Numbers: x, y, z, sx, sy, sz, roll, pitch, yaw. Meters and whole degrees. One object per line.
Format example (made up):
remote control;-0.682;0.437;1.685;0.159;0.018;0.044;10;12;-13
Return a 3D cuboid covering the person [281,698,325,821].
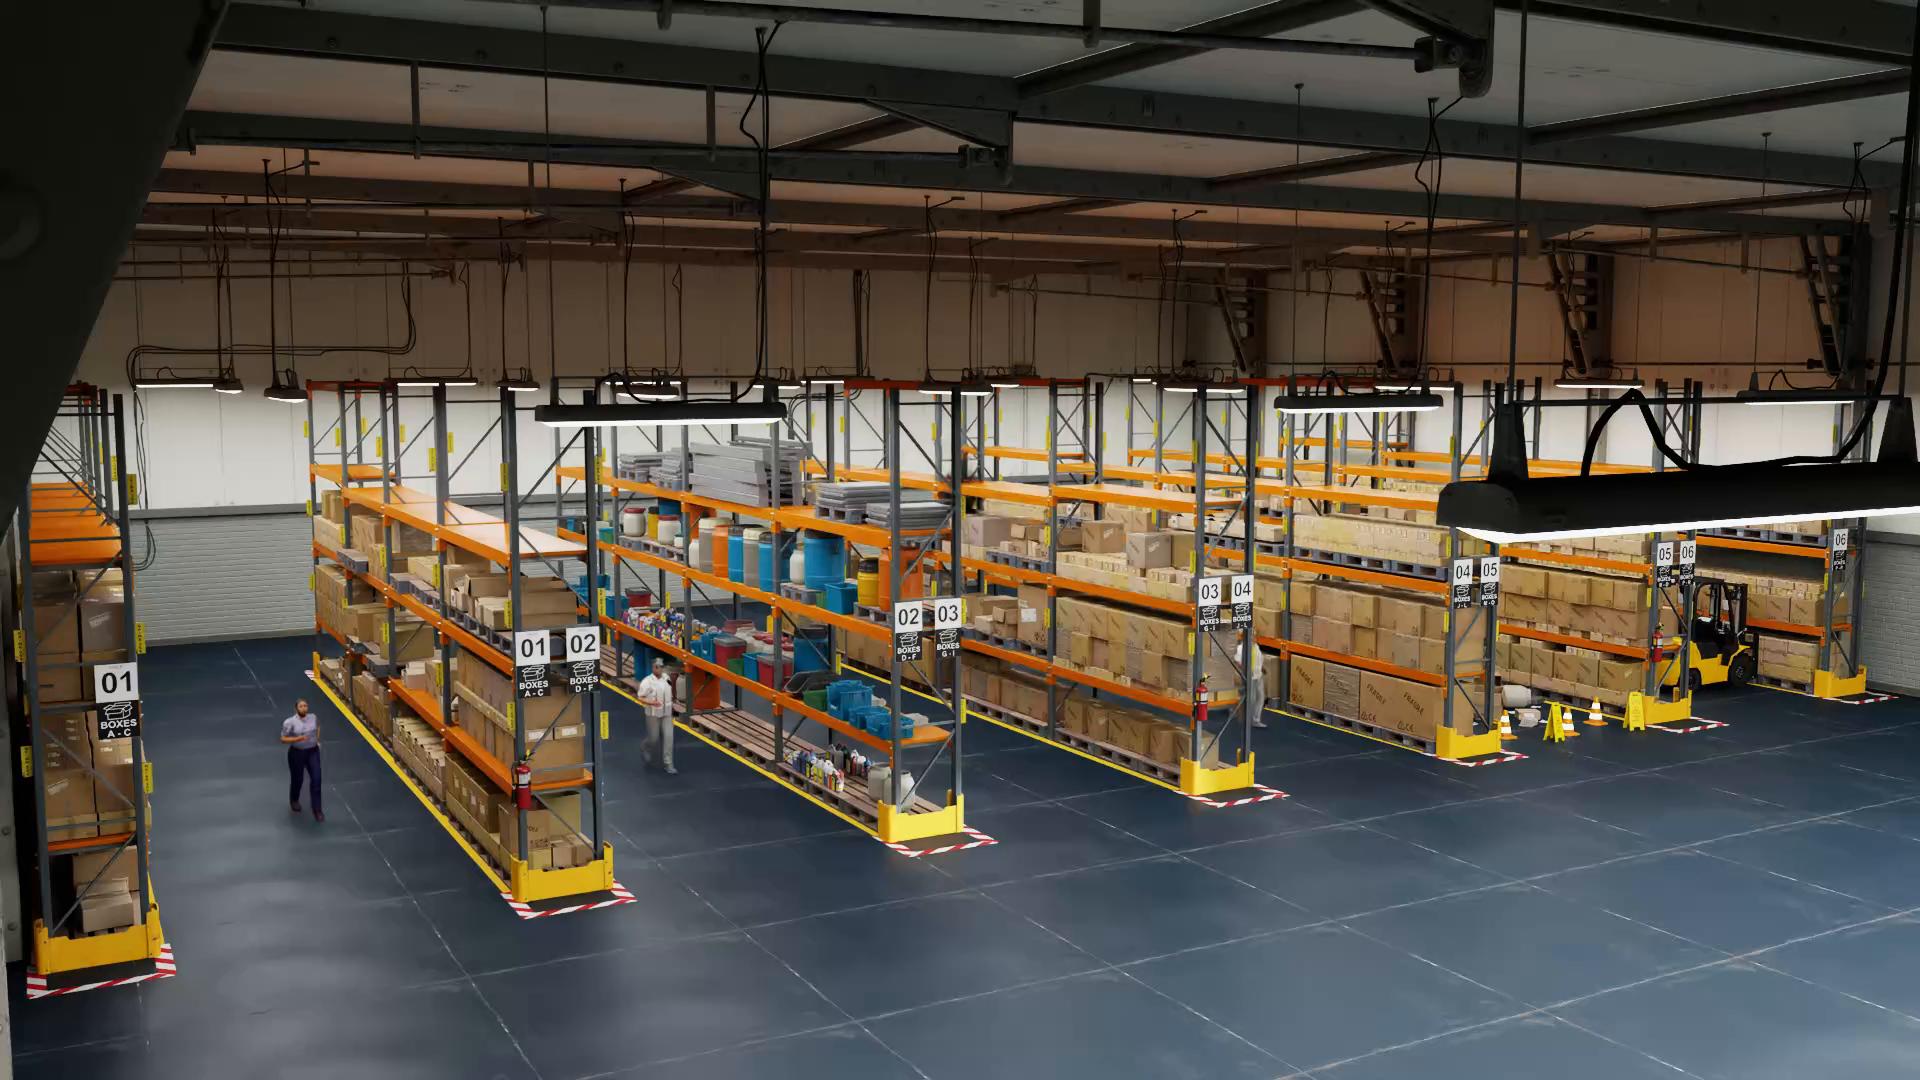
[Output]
person;-9.141;3.029;23.166;0.597;1.667;0.854;-5;8;-37

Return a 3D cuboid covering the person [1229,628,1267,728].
person;5.060;2.390;29.018;0.700;1.739;0.801;-5;8;-41

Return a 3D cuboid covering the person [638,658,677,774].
person;-4.692;2.701;25.859;0.664;1.773;0.954;-5;8;-37
